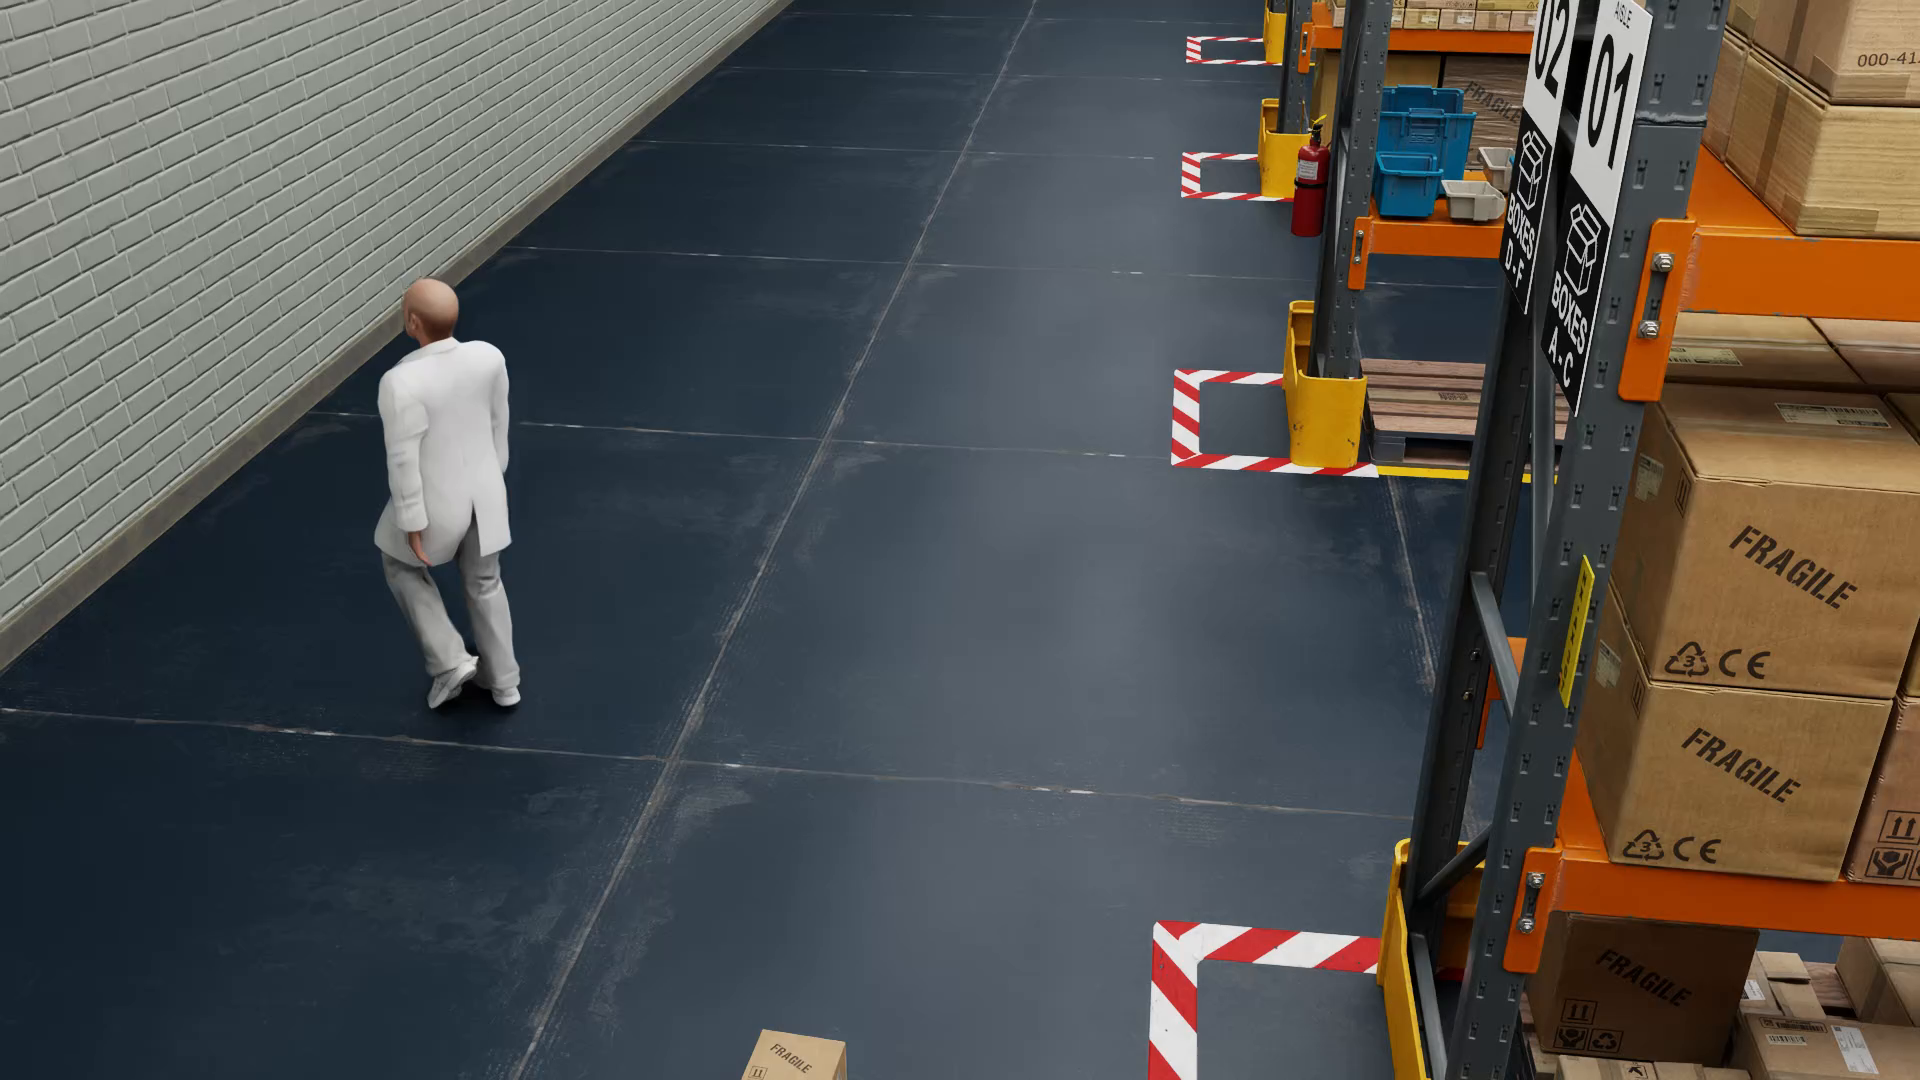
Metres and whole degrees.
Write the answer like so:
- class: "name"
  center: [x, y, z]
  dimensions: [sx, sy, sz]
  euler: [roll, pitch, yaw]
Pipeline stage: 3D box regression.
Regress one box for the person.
- class: "person"
  center: [-1.992, -0.153, 6.441]
  dimensions: [0.519, 1.835, 0.579]
  euler: [25, 37, 38]
